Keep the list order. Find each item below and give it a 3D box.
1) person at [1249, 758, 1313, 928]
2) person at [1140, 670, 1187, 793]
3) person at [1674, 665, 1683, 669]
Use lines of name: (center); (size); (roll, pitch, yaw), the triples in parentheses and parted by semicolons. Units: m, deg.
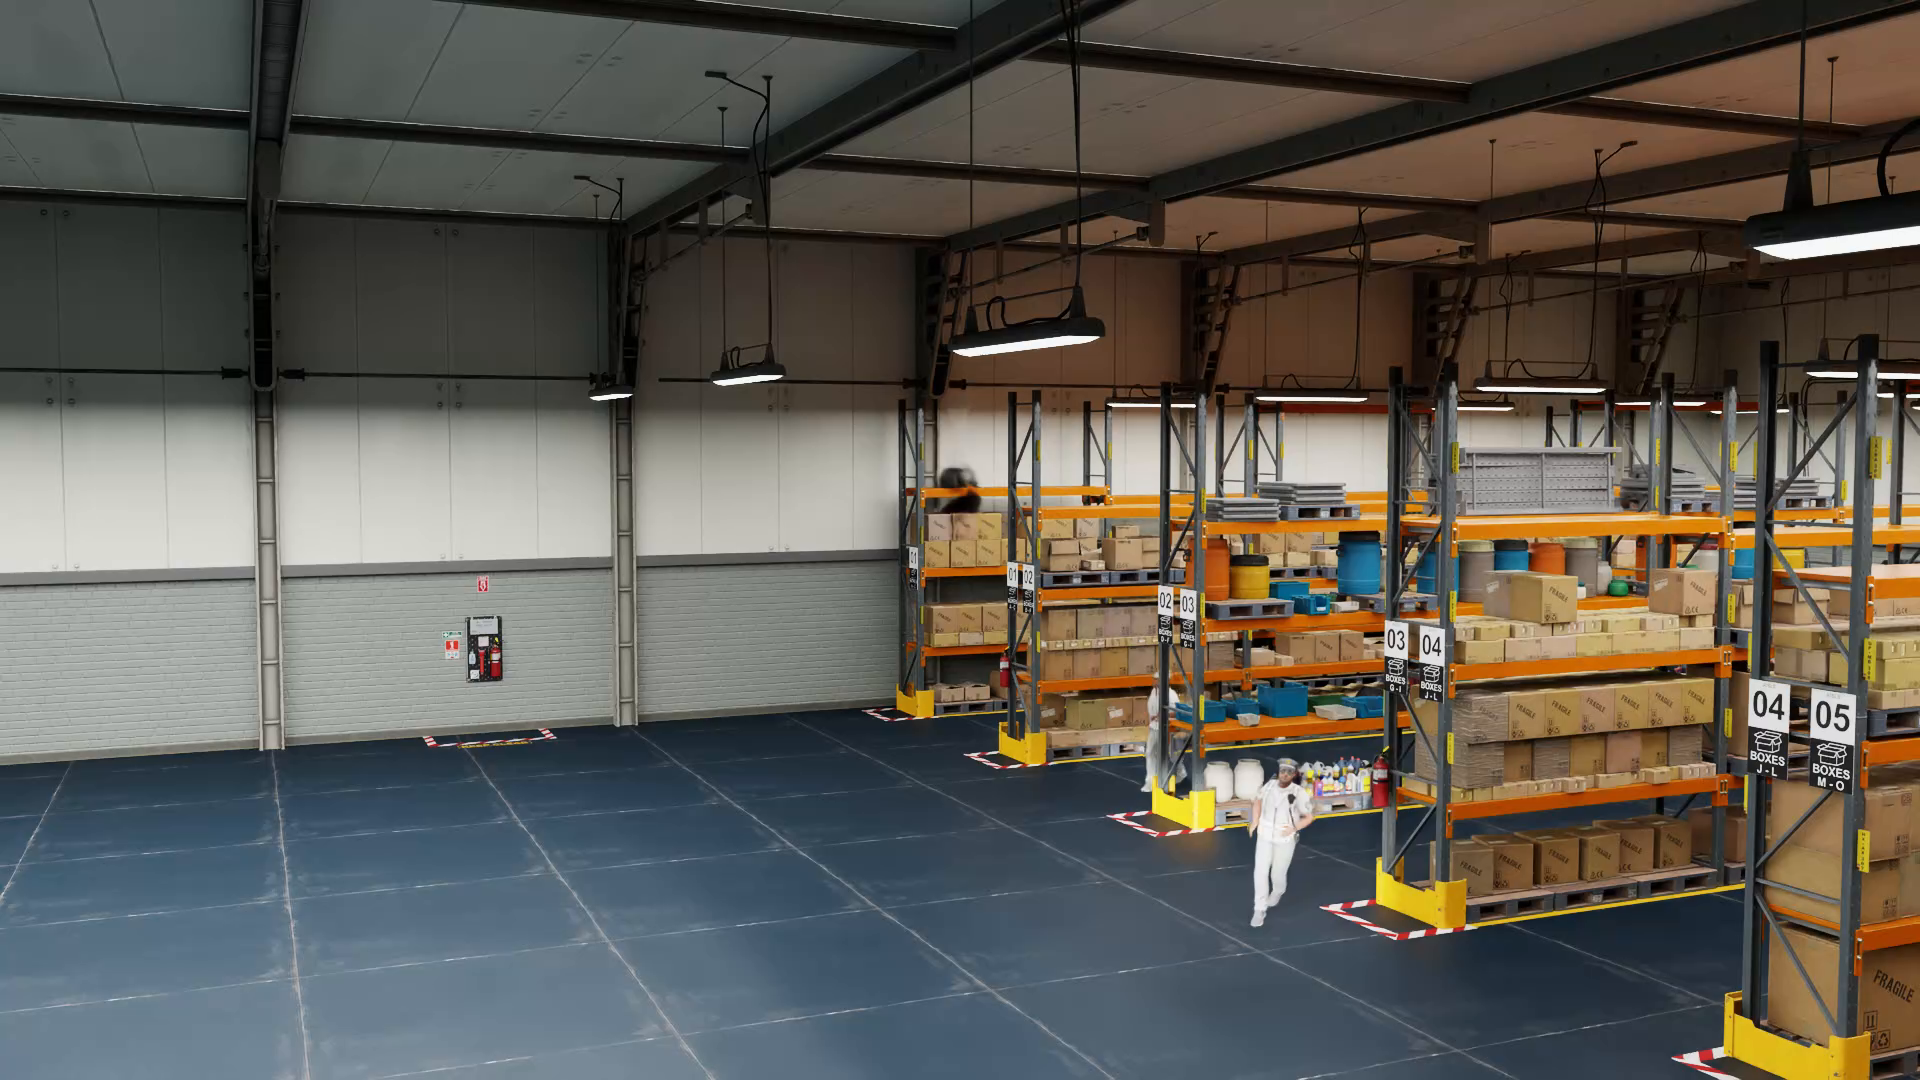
person: (3.460, 3.237, 18.006); (0.698, 1.774, 0.857); (2, 4, 25)
person: (3.056, 2.831, 24.712); (0.832, 1.814, 0.679); (-2, 4, -36)
person: (13.173, 2.522, 30.078); (0.807, 1.831, 0.670); (-3, 4, -40)
